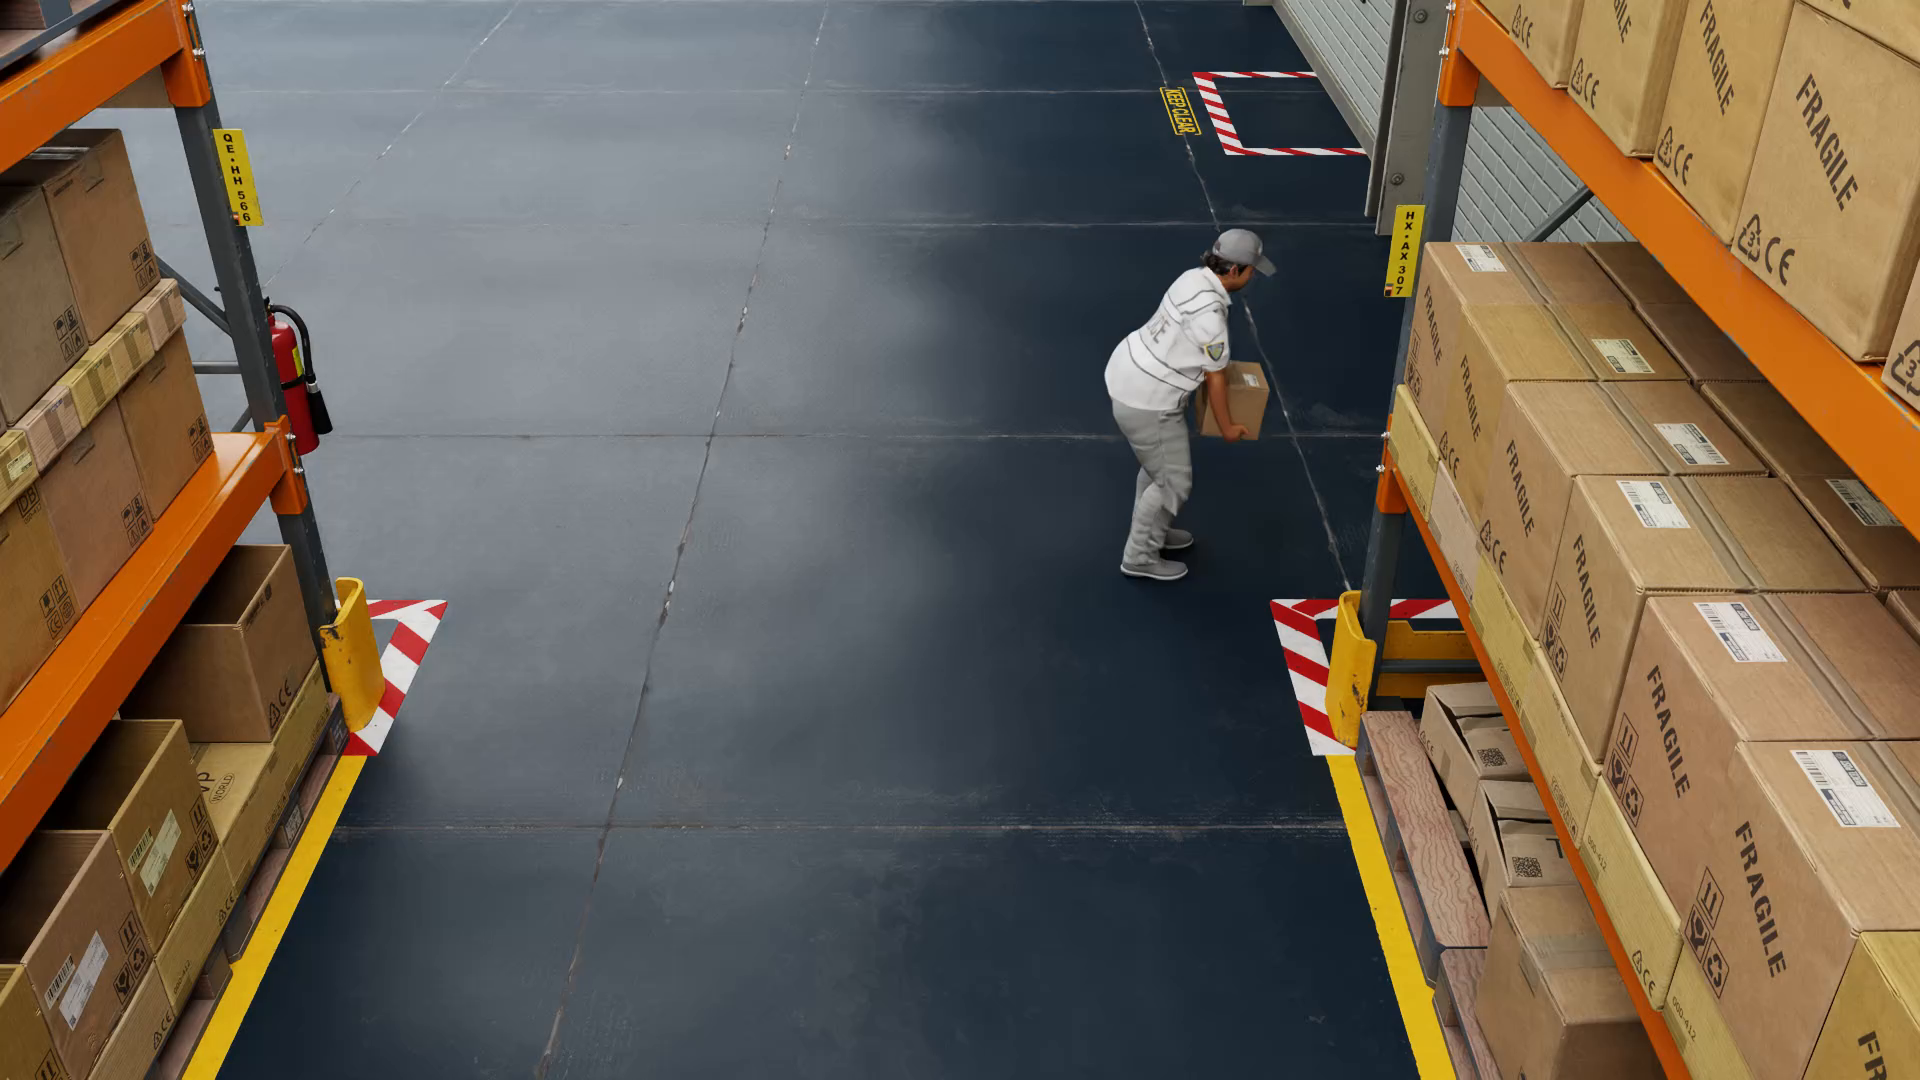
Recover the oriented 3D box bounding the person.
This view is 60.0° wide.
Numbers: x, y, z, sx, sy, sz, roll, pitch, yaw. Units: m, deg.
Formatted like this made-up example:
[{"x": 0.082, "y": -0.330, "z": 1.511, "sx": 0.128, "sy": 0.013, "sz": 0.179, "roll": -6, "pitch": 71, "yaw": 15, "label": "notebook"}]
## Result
[{"x": 0.966, "y": -0.588, "z": 7.183, "sx": 0.684, "sy": 1.571, "sz": 0.453, "roll": -1, "pitch": 32, "yaw": -1, "label": "person"}]
